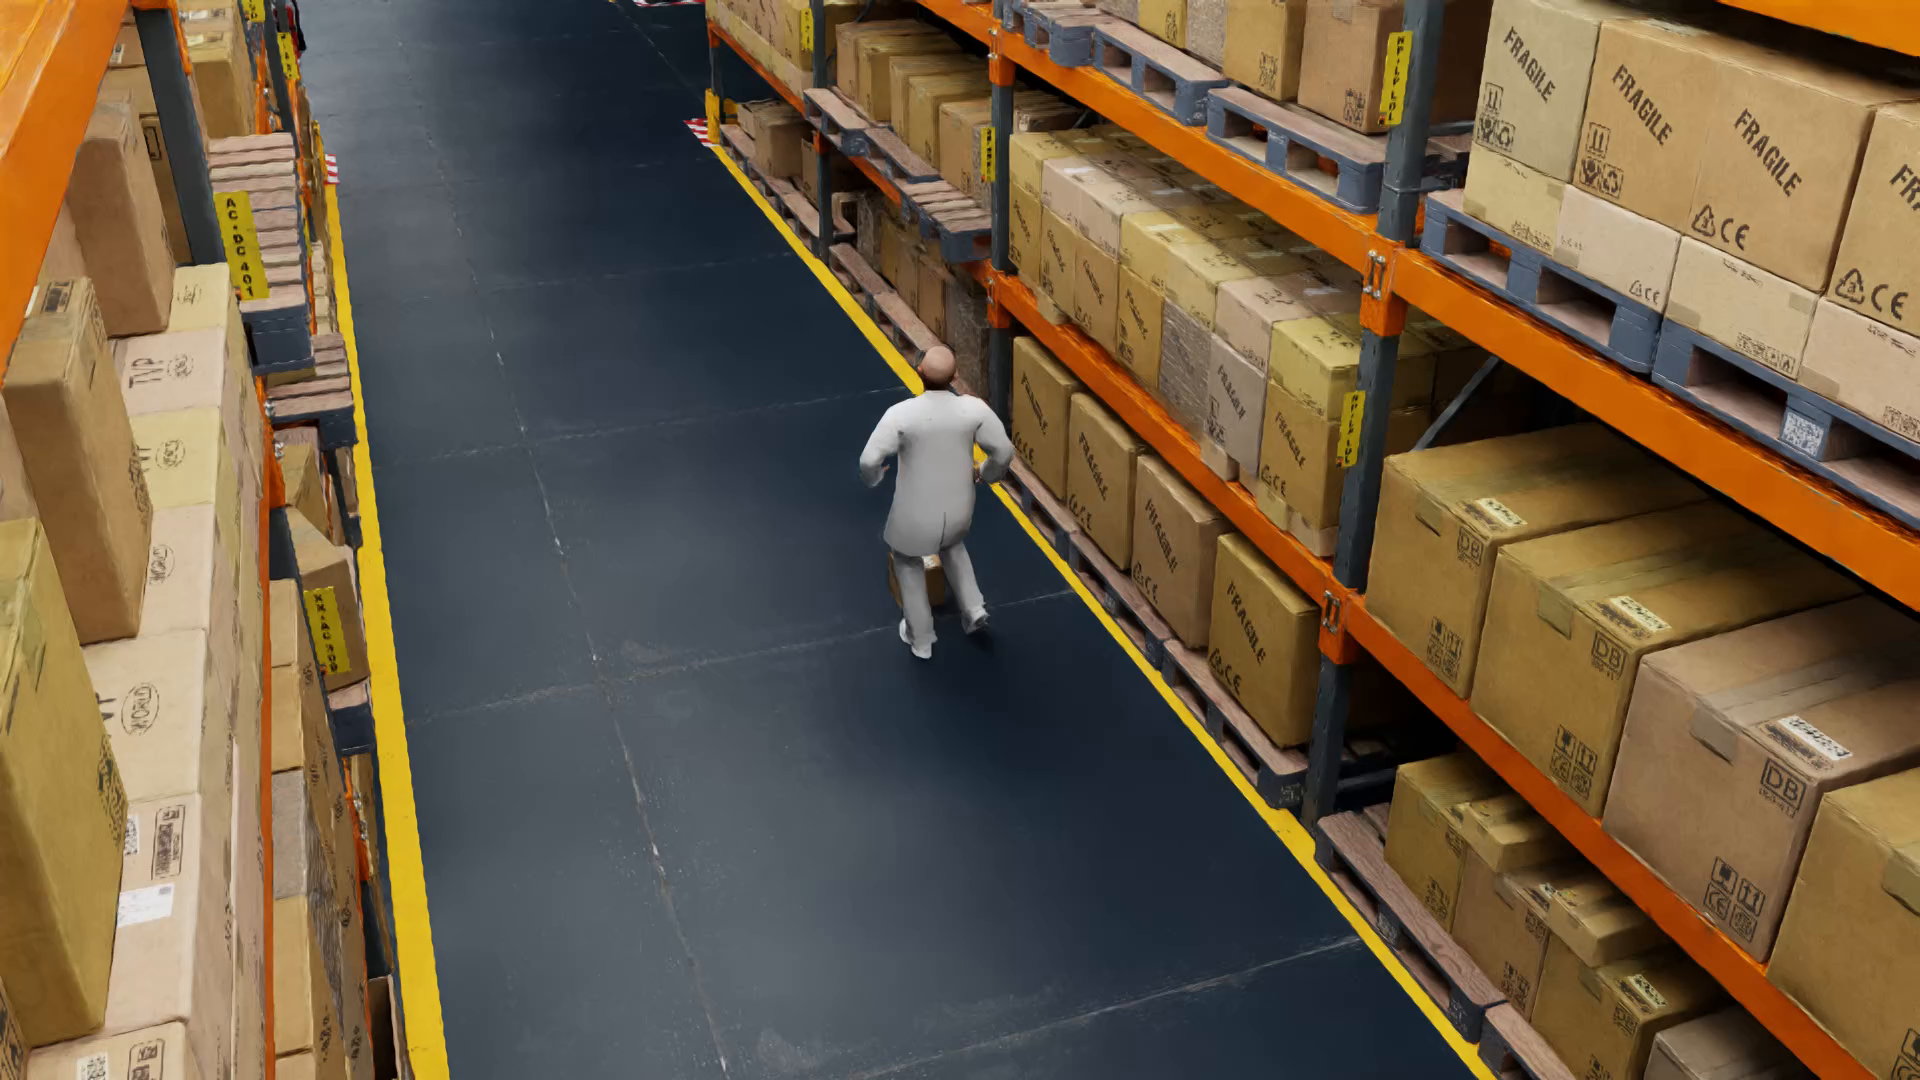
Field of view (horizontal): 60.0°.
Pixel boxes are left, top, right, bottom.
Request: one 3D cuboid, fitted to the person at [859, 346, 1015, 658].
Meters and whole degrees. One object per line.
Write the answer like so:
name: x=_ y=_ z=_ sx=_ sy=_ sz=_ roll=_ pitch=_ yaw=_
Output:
person: x=-0.155 y=-0.201 z=8.535 sx=0.788 sy=1.750 sz=0.519 roll=-11 pitch=31 yaw=-18
